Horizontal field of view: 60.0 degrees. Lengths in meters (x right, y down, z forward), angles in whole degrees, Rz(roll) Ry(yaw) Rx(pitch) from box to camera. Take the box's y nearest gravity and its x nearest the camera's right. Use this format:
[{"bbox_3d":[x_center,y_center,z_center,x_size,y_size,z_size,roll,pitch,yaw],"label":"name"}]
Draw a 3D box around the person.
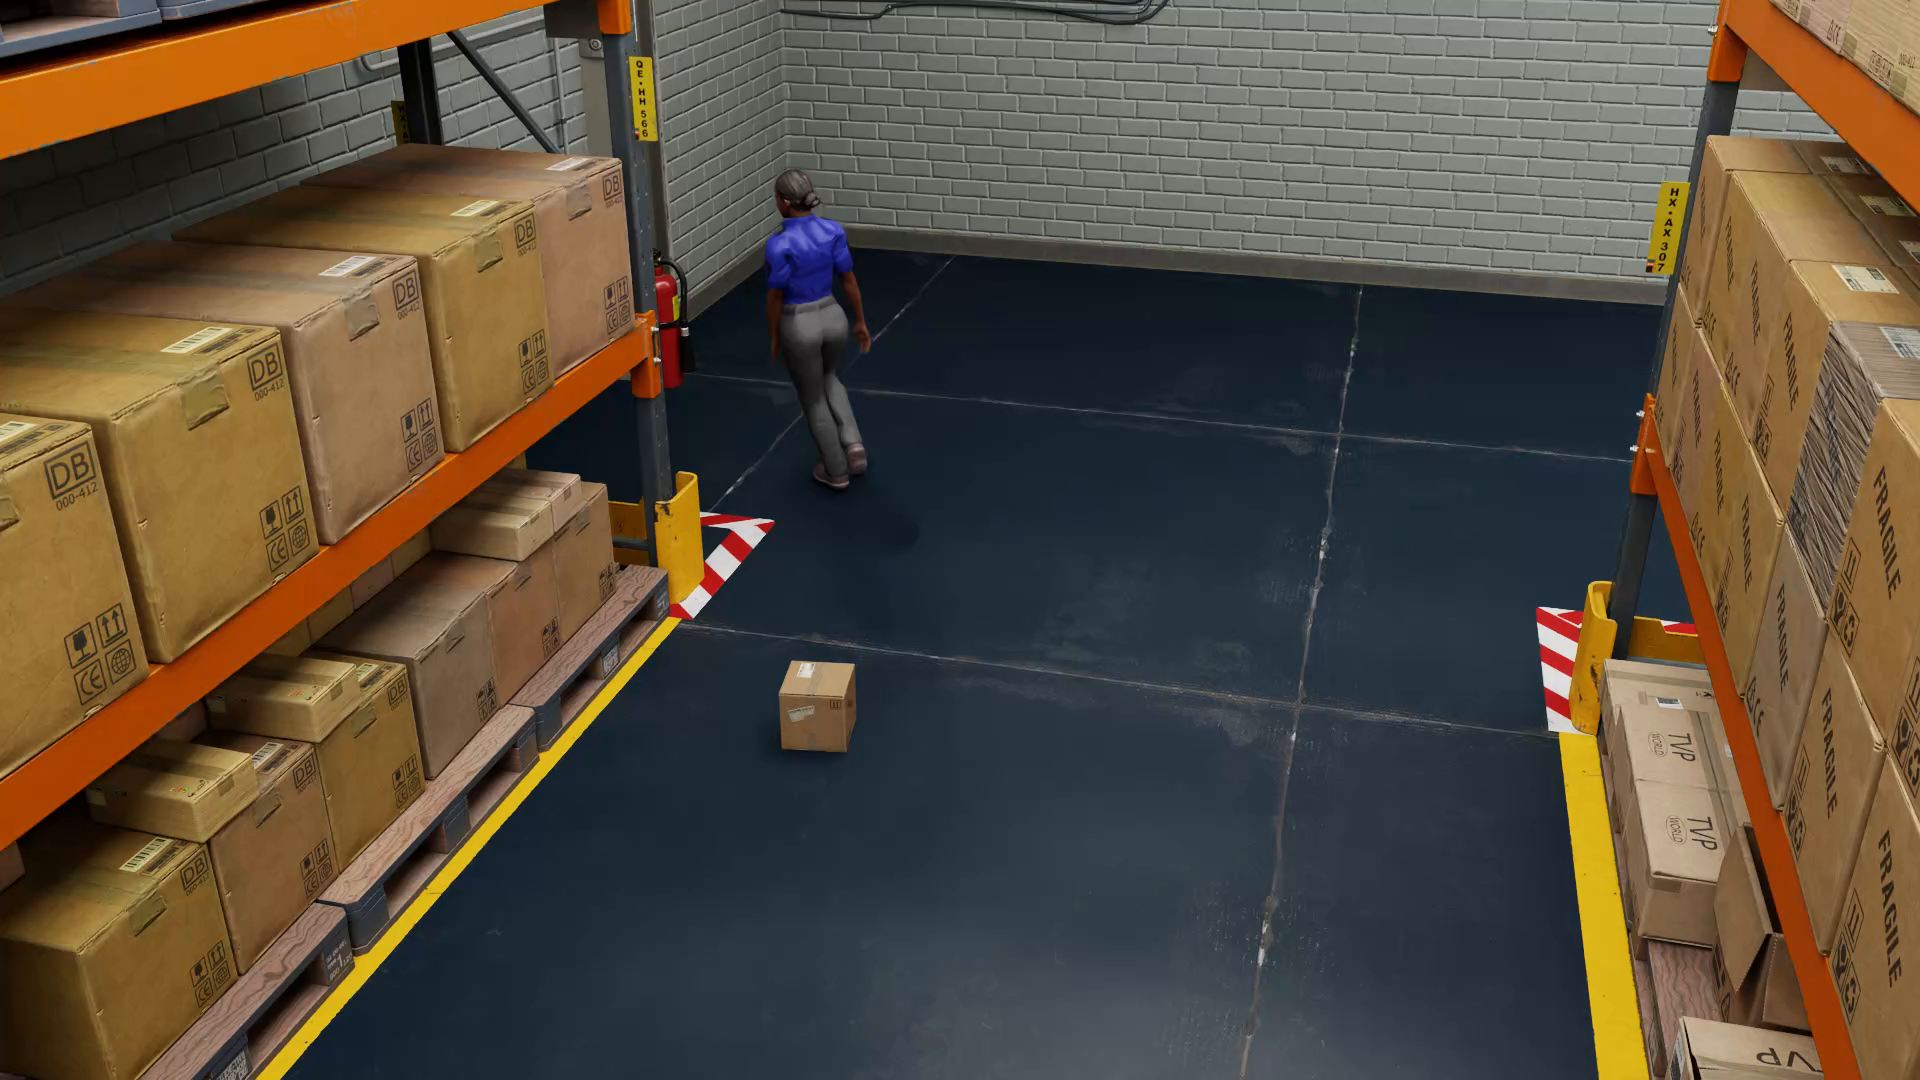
[{"bbox_3d":[-0.744,-1.035,8.278,0.552,1.674,0.421,-18,31,-33],"label":"person"}]
